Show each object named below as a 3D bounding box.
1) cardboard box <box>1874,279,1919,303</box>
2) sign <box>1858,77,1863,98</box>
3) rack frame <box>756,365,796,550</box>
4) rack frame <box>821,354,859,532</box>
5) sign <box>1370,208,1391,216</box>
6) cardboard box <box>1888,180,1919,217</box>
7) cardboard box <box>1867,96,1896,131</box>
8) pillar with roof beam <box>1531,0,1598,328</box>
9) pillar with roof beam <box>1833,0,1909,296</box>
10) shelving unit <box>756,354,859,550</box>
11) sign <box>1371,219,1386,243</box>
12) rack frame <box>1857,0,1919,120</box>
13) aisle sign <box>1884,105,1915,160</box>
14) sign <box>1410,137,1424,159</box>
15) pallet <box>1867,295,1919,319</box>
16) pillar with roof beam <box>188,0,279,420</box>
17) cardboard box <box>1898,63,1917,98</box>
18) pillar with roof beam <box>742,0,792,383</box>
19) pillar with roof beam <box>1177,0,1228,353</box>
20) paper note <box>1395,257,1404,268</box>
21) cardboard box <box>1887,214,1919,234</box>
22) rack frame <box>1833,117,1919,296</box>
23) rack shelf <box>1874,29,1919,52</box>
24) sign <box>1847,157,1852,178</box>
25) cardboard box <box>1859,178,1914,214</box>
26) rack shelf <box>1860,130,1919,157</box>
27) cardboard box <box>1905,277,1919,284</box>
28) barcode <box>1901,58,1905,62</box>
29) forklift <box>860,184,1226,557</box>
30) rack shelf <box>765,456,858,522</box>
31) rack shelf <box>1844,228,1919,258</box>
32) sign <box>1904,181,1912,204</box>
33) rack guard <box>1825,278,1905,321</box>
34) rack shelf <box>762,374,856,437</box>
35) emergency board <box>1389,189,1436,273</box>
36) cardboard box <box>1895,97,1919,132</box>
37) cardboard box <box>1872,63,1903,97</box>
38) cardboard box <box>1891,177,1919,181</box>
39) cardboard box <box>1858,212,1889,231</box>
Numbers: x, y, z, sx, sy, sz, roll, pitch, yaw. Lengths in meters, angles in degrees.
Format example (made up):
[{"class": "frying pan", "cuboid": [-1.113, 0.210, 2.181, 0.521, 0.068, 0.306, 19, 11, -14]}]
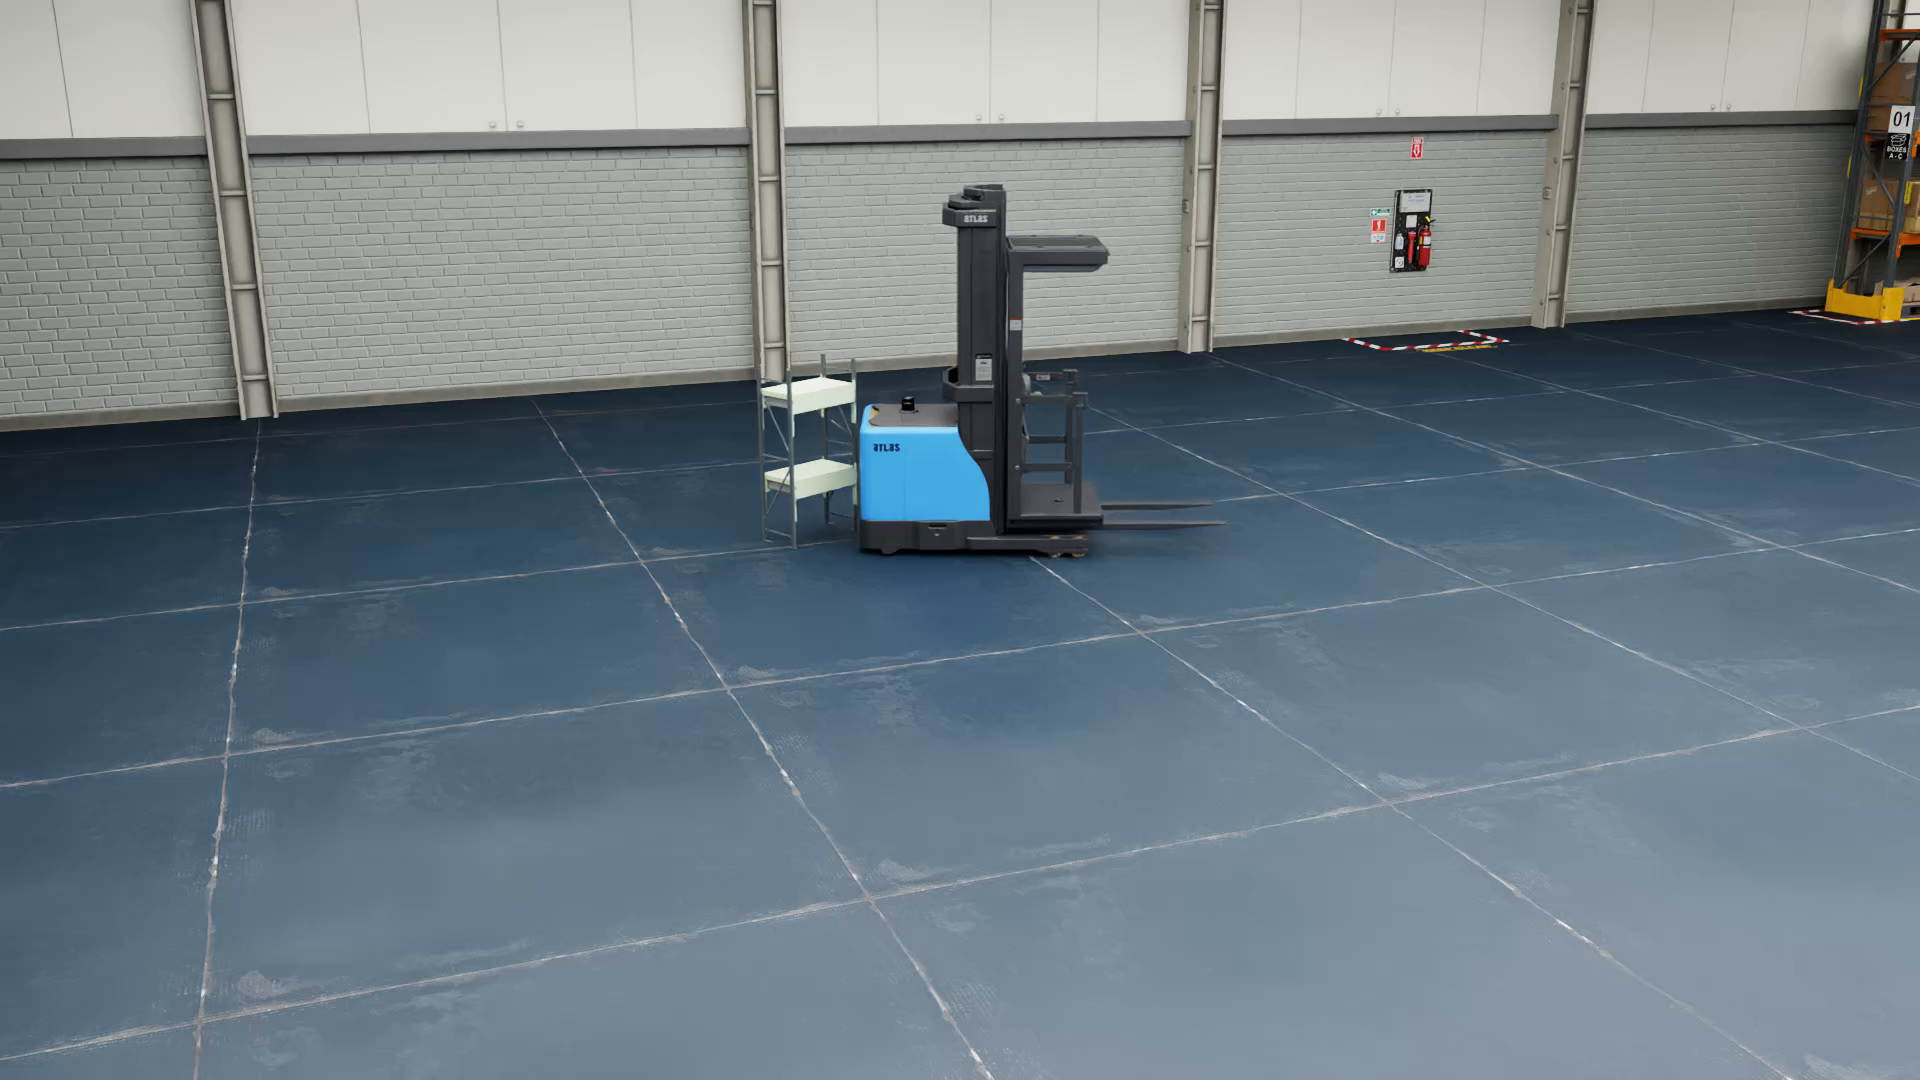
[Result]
[{"class": "cardboard box", "cuboid": [14.788, -3.939, 26.178, 0.500, 0.311, 0.500, -8, 18, -26]}, {"class": "sign", "cuboid": [13.930, -6.984, 25.661, 0.005, 0.325, 0.100, -6, 17, -20]}, {"class": "rack frame", "cuboid": [-1.518, -0.678, 13.744, 0.400, 1.500, 0.023, 14, 21, 40]}, {"class": "rack frame", "cuboid": [-1.030, -0.832, 14.268, 0.400, 1.500, 0.023, 14, 21, 40]}, {"class": "sign", "cuboid": [5.984, -4.667, 23.662, 0.331, 0.109, 0.001, -6, 17, -20]}, {"class": "cardboard box", "cuboid": [14.663, -5.238, 25.512, 0.500, 0.500, 0.500, -6, 17, -20]}, {"class": "cardboard box", "cuboid": [14.409, -6.577, 25.635, 0.500, 0.500, 0.500, -5, 17, -16]}, {"class": "pillar with roof beam", "cuboid": [10.392, -6.411, 19.957, 0.400, 9.000, 9.100, -6, 17, -20]}, {"class": "pillar with roof beam", "cuboid": [15.994, -7.016, 22.017, 0.400, 9.000, 9.100, -6, 17, -20]}, {"class": "shelving unit", "cuboid": [-1.274, -0.755, 14.006, 0.431, 1.500, 0.755, 14, 21, 40]}, {"class": "sign", "cuboid": [5.977, -4.414, 23.743, 0.234, 0.329, 0.001, -6, 17, -20]}, {"class": "rack frame", "cuboid": [14.110, -7.850, 24.859, 0.127, 3.000, 1.000, -6, 17, -20]}, {"class": "aisle sign", "cuboid": [14.150, -6.133, 25.045, 0.004, 0.787, 0.394, -6, 17, -20]}, {"class": "sign", "cuboid": [6.487, -5.563, 23.605, 0.199, 0.298, 0.001, -6, 17, -20]}, {"class": "pallet", "cuboid": [14.952, -3.714, 26.371, 1.213, 0.211, 1.003, -6, 17, -20]}, {"class": "pillar with roof beam", "cuboid": [-6.417, -4.596, 13.777, 0.400, 9.000, 9.100, -6, 17, -20]}, {"class": "cardboard box", "cuboid": [14.556, -6.923, 25.039, 0.500, 0.500, 0.500, -8, 18, -24]}, {"class": "pillar with roof beam", "cuboid": [-0.814, -5.201, 15.837, 0.400, 9.000, 9.100, -6, 17, -20]}, {"class": "pillar with roof beam", "cuboid": [4.789, -5.806, 17.897, 0.400, 9.000, 9.100, -6, 17, -20]}, {"class": "paper note", "cuboid": [6.340, -4.003, 23.971, 0.142, 0.148, 0.016, -6, 17, -20]}, {"class": "cardboard box", "cuboid": [14.679, -4.875, 25.606, 0.500, 0.250, 0.500, -7, 18, -22]}, {"class": "rack frame", "cuboid": [14.110, -4.972, 25.704, 0.127, 3.000, 1.000, -6, 17, -20]}, {"class": "rack shelf", "cuboid": [15.977, -7.705, 25.648, 4.000, 0.370, 1.077, -6, 17, -20]}, {"class": "sign", "cuboid": [13.930, -5.827, 26.001, 0.005, 0.325, 0.100, -6, 17, -20]}, {"class": "cardboard box", "cuboid": [14.474, -5.372, 25.969, 0.500, 0.500, 0.500, -6, 18, -21]}, {"class": "rack shelf", "cuboid": [15.977, -6.267, 26.070, 4.000, 0.370, 1.077, -6, 17, -20]}, {"class": "cardboard box", "cuboid": [15.320, -3.996, 26.374, 0.500, 0.311, 0.500, -5, 17, -15]}, {"class": "barcode", "cuboid": [14.594, -7.429, 25.734, 0.075, 0.075, 0.001, -6, 17, -20]}, {"class": "forklift", "cuboid": [0.685, -1.417, 13.723, 3.031, 2.935, 1.130, 0, 16, -1]}, {"class": "rack shelf", "cuboid": [-1.274, -0.442, 14.098, 0.431, 0.370, 0.720, 14, 21, 40]}, {"class": "rack shelf", "cuboid": [15.977, -4.828, 26.492, 4.000, 0.370, 1.077, -6, 17, -20]}, {"class": "sign", "cuboid": [14.304, -5.244, 25.096, 0.005, 0.325, 0.100, -6, 17, -20]}, {"class": "rack guard", "cuboid": [14.181, -3.780, 26.083, 0.348, 0.500, 1.175, -6, 17, -20]}, {"class": "rack shelf", "cuboid": [-1.274, -1.129, 13.896, 0.431, 0.370, 0.720, 14, 21, 40]}, {"class": "emergency board", "cuboid": [6.530, -4.426, 23.845, 0.643, 1.169, 0.194, -6, 17, -20]}, {"class": "cardboard box", "cuboid": [14.511, -6.436, 25.156, 0.500, 0.500, 0.500, -6, 17, -19]}, {"class": "cardboard box", "cuboid": [14.419, -7.060, 25.506, 0.500, 0.500, 0.500, -5, 17, -18]}, {"class": "cardboard box", "cuboid": [14.947, -5.421, 26.133, 0.500, 0.500, 0.500, -6, 17, -19]}, {"class": "cardboard box", "cuboid": [14.477, -5.007, 26.057, 0.500, 0.250, 0.500, -6, 17, -19]}]
